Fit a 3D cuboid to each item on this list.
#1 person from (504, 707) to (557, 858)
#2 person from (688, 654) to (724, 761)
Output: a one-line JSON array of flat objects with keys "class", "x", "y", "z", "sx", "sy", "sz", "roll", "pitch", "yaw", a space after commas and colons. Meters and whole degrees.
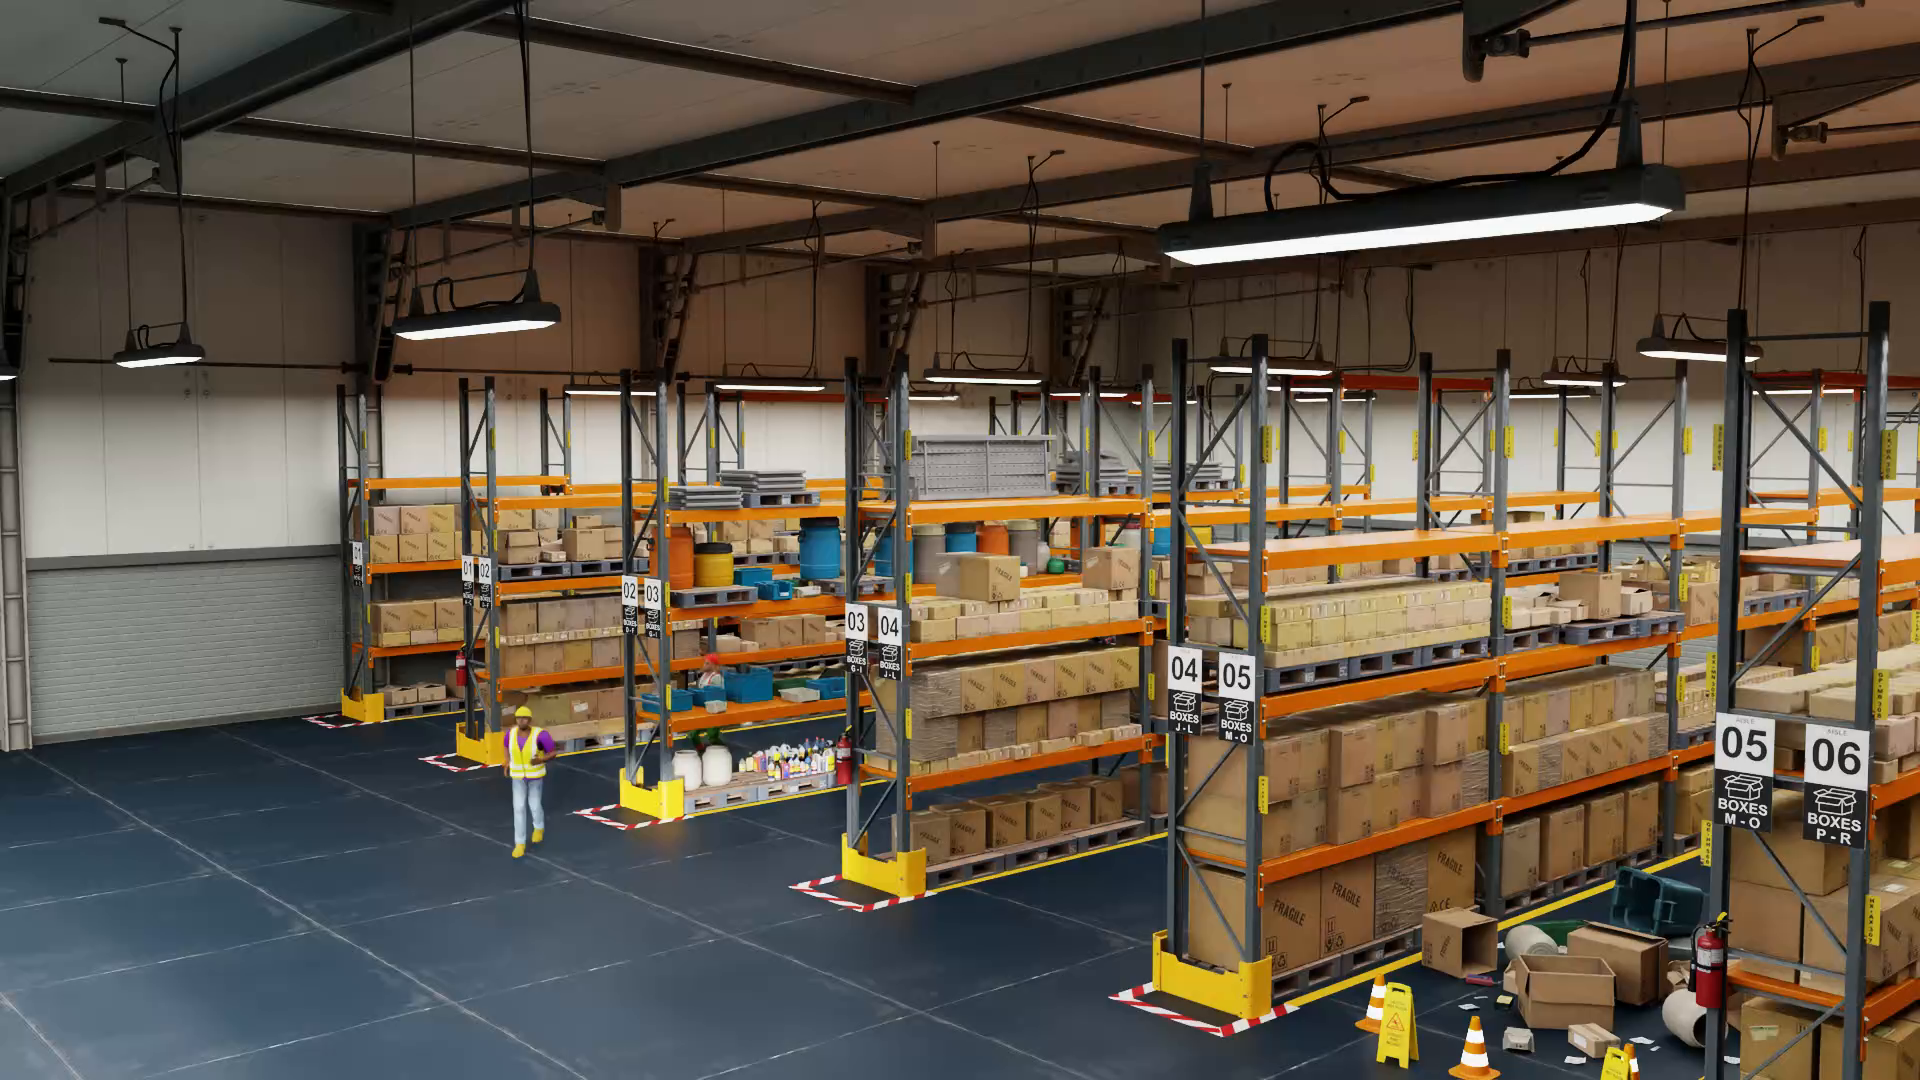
[{"class": "person", "x": -5.286, "y": 2.909, "z": 20.391, "sx": 0.689, "sy": 1.768, "sz": 0.914, "roll": 0, "pitch": 4, "yaw": -2}, {"class": "person", "x": -3.817, "y": 2.629, "z": 25.098, "sx": 0.634, "sy": 1.822, "sz": 0.693, "roll": 4, "pitch": 5, "yaw": 44}]
